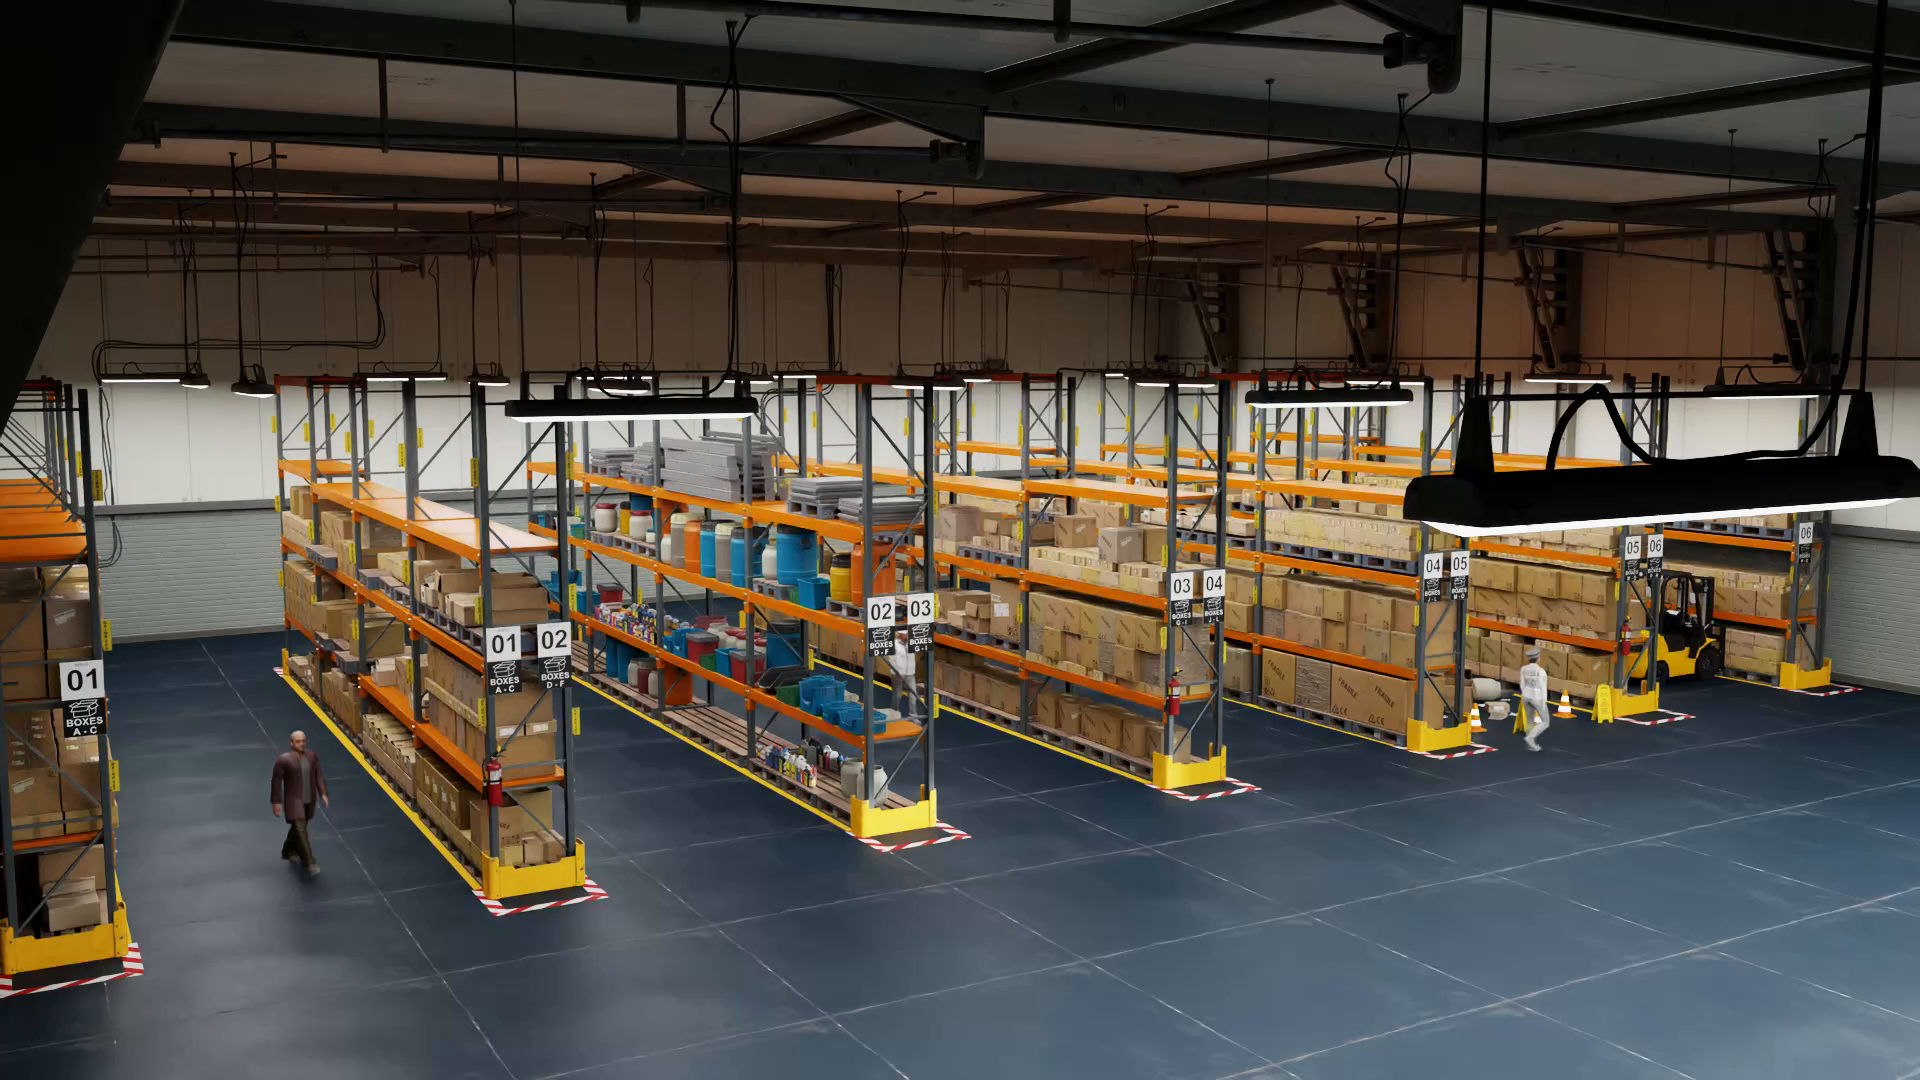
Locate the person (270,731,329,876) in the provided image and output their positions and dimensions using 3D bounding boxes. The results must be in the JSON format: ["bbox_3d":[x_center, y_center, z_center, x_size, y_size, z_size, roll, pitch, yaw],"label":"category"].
[{"bbox_3d":[-8.080,3.208,20.478,1.105,1.729,0.600,4,7,30],"label":"person"}]

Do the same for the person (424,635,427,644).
[{"bbox_3d":[-11.984,1.475,37.046,0.511,1.580,1.021,-4,7,-31],"label":"person"}]

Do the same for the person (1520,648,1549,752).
[{"bbox_3d":[9.160,2.569,26.634,0.523,1.677,0.499,-4,8,-34],"label":"person"}]

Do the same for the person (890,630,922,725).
[{"bbox_3d":[-0.945,2.311,28.825,0.532,1.711,0.988,-3,7,-26],"label":"person"}]
